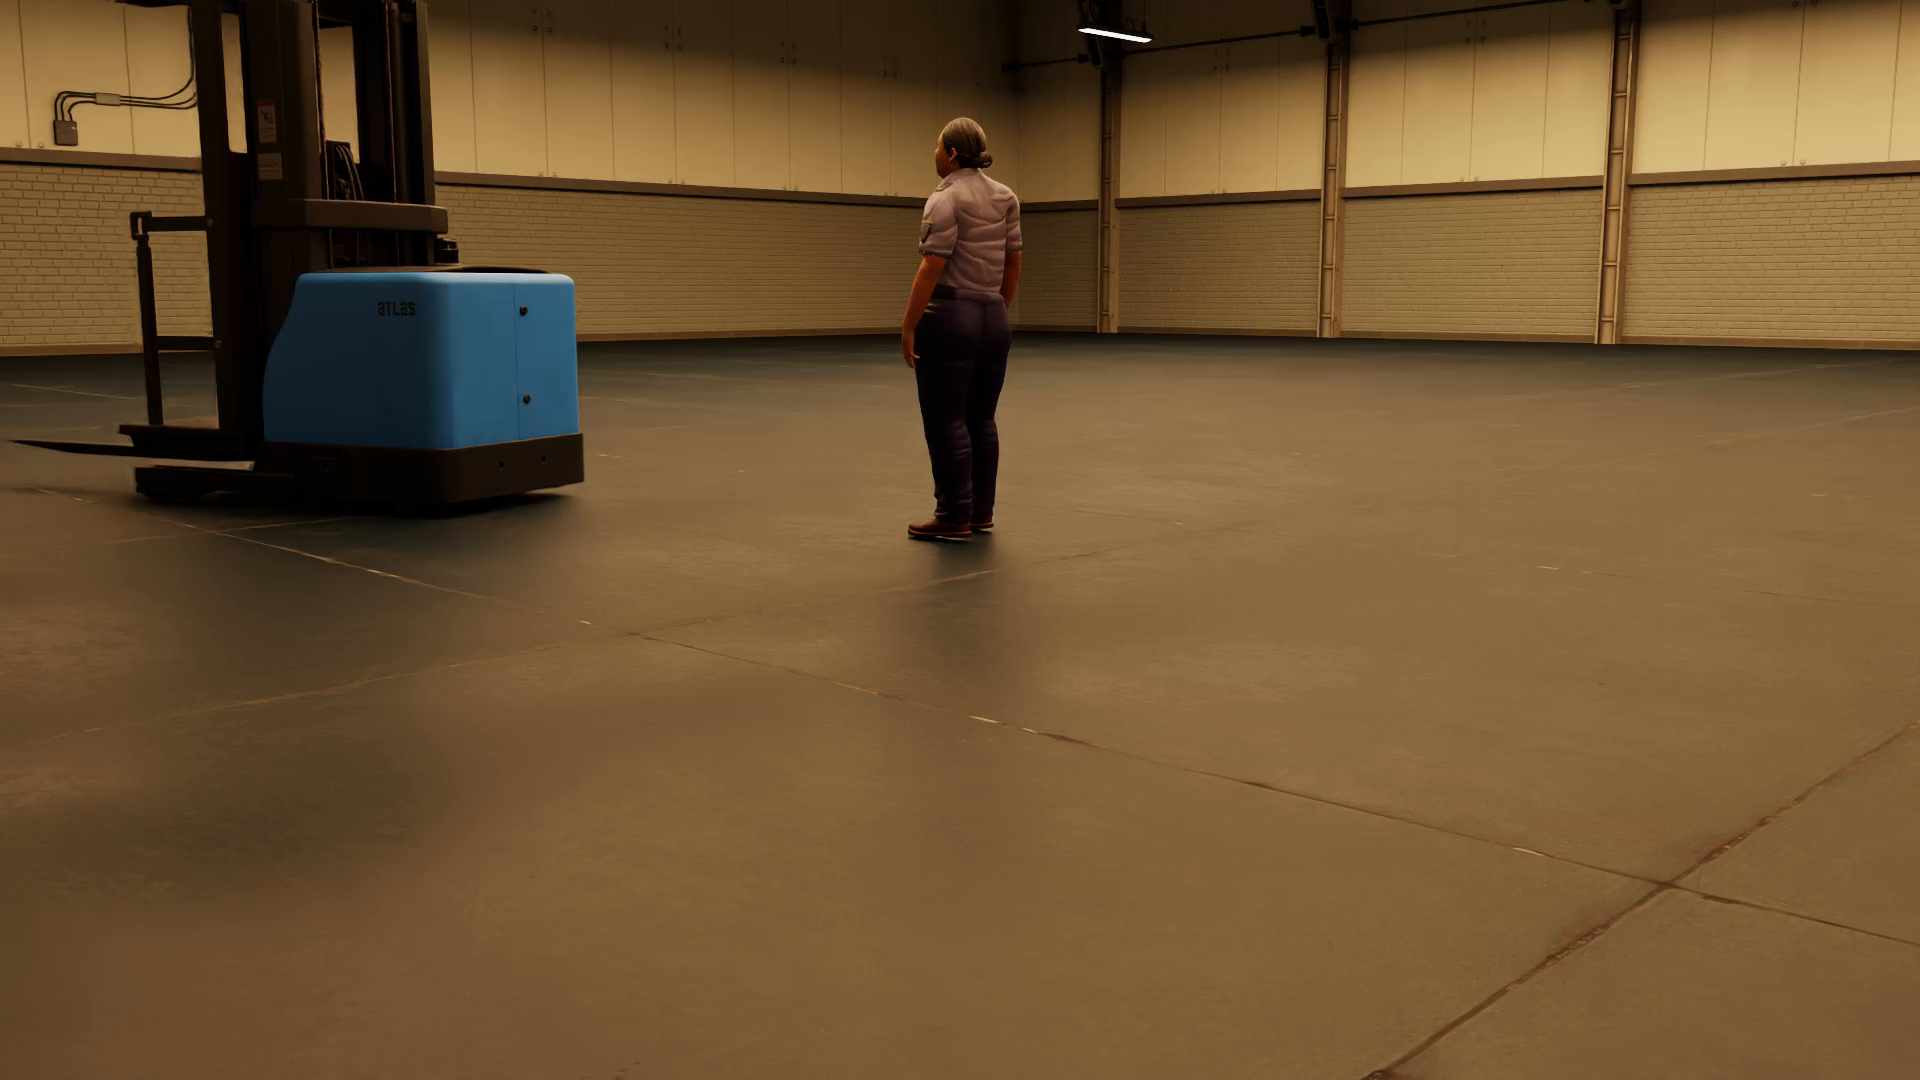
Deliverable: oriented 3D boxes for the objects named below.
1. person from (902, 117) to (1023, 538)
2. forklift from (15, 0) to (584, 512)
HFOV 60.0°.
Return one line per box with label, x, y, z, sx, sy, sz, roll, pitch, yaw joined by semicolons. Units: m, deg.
person;-0.049;-0.828;6.673;0.502;1.641;0.598;8;12;43
forklift;-3.399;-1.695;8.128;3.031;2.935;1.130;4;9;24
